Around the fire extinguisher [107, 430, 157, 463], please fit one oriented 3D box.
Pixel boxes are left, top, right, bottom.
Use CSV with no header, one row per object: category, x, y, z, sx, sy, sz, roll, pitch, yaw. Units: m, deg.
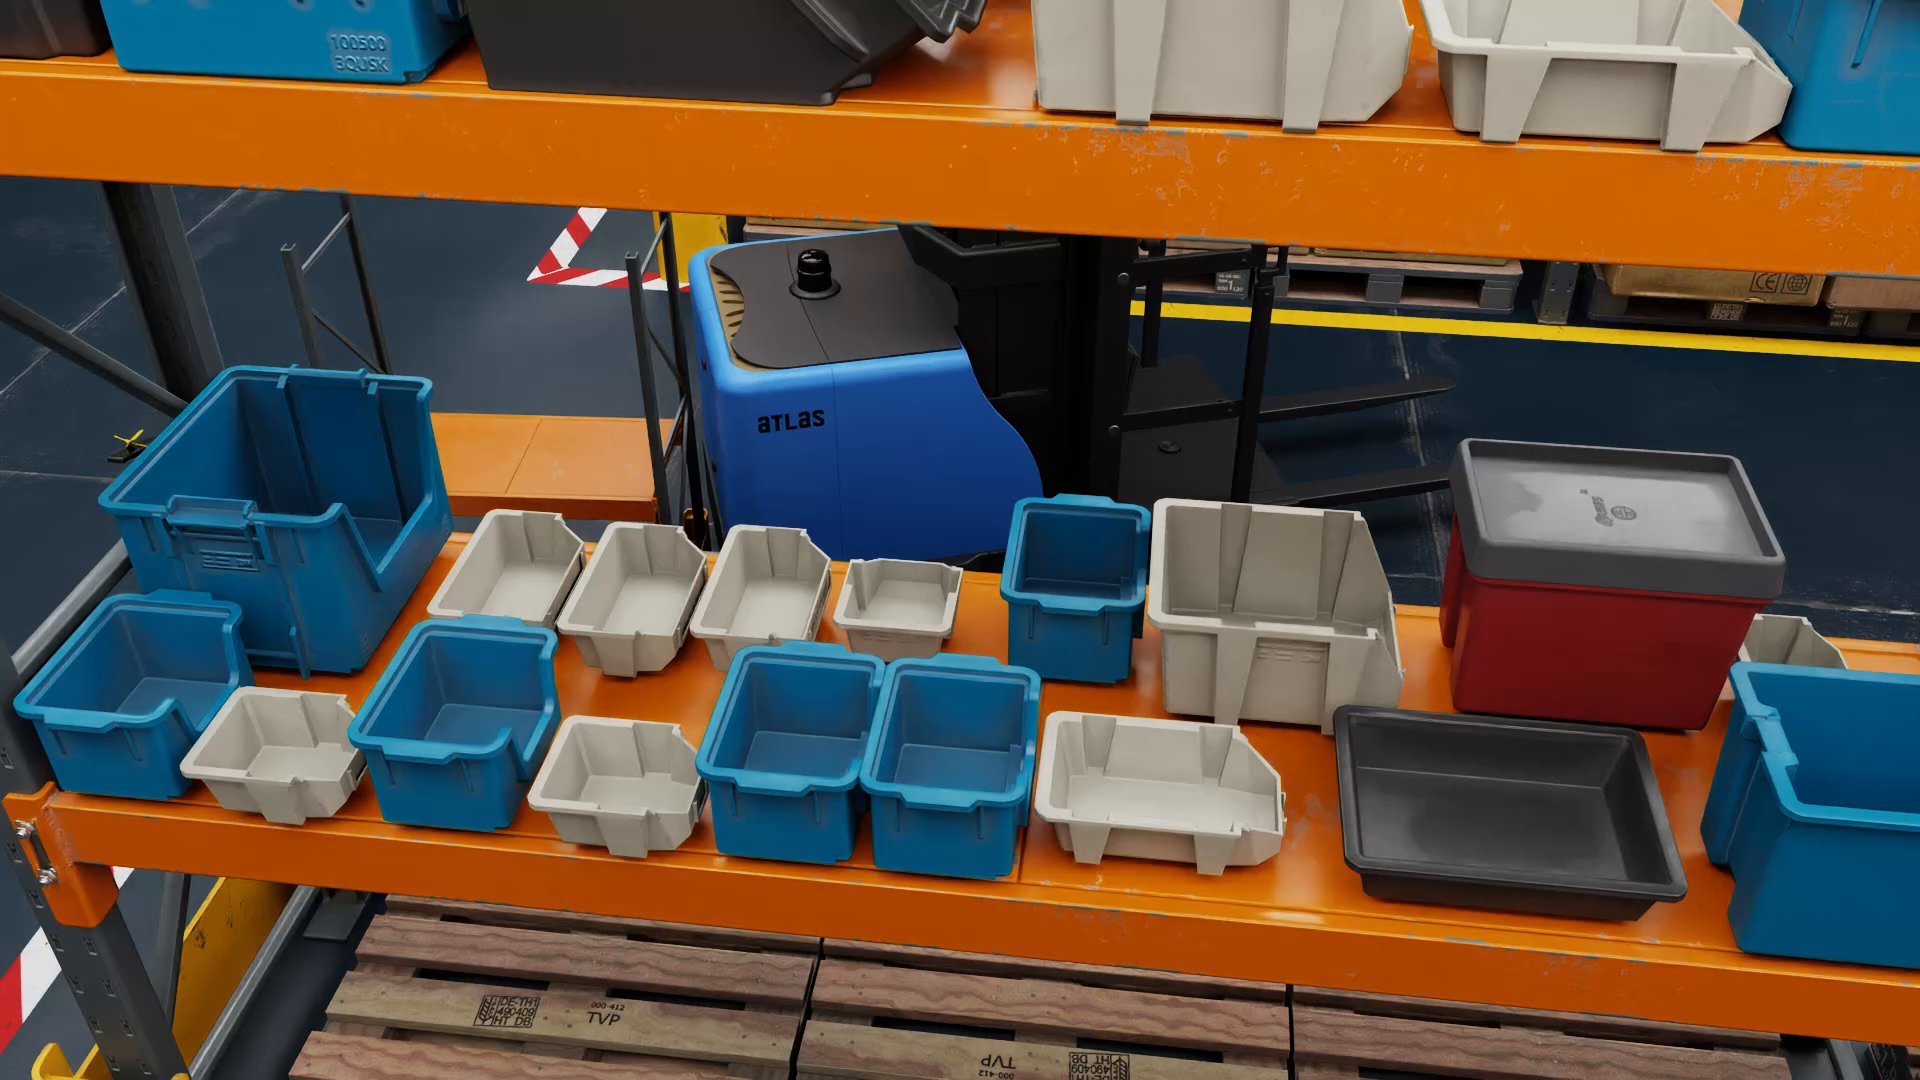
fire extinguisher,-1.911,-0.023,4.088,0.183,0.674,0.296,4,36,6

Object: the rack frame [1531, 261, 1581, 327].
rack frame,2.779,-2.492,7.159,0.127,3.000,1.000,4,36,6

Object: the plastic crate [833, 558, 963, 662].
plastic crate,-0.127,0.153,3.629,0.250,0.136,0.298,4,36,6

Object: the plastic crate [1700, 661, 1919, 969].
plastic crate,1.641,0.506,2.921,0.575,0.384,0.392,4,36,6

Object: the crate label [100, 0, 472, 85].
crate label,-0.946,-0.840,2.390,0.502,0.251,0.408,4,36,6

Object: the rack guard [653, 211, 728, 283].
rack guard,-1.212,-1.772,8.302,0.348,0.500,1.175,4,36,6

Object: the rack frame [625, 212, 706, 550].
rack frame,-0.942,-0.350,5.449,0.032,1.500,0.500,2,36,2

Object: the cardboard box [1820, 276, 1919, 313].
cardboard box,4.302,-1.696,7.512,0.875,0.875,1.225,3,36,4

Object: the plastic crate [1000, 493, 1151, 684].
plastic crate,0.250,0.114,3.600,0.300,0.233,0.416,4,36,6

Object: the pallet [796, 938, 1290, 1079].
pallet,0.200,1.376,4.140,1.213,0.211,1.003,4,36,6

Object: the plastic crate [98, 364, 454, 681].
plastic crate,-1.464,-0.055,3.663,0.499,0.435,0.616,4,36,6

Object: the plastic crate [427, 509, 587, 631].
plastic crate,-0.988,0.105,3.696,0.243,0.136,0.396,4,36,6

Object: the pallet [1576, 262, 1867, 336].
pallet,3.554,-1.343,7.950,1.213,0.211,1.003,4,36,6

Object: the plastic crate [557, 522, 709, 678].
plastic crate,-0.702,0.135,3.654,0.243,0.136,0.396,4,36,6

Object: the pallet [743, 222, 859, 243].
pallet,-0.386,-1.638,8.364,1.213,0.211,1.003,4,36,6

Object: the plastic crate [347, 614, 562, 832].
plastic crate,-0.964,0.367,3.247,0.300,0.233,0.416,4,36,6

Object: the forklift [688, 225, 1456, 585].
forklift,0.605,-1.277,5.516,3.031,2.935,1.130,-8,36,-11

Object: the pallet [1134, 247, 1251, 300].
pallet,0.821,-1.547,8.236,1.213,0.211,1.003,4,36,6

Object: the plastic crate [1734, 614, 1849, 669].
plastic crate,1.704,0.328,3.383,0.243,0.136,0.396,4,36,6

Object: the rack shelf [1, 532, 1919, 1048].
rack shelf,0.164,0.507,3.577,4.000,0.370,1.077,4,36,6

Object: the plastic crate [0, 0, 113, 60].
plastic crate,-1.473,-0.912,2.477,0.590,0.269,0.497,4,36,6

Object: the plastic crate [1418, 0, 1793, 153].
plastic crate,0.838,-0.626,2.190,0.466,0.136,0.293,4,36,6

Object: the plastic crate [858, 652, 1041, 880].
plastic crate,-0.013,0.438,3.147,0.300,0.233,0.416,4,36,6

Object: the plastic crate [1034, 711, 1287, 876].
plastic crate,0.382,0.490,3.157,0.466,0.136,0.293,4,36,6

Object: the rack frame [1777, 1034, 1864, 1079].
rack frame,2.148,0.362,3.160,0.127,3.000,1.000,4,36,6

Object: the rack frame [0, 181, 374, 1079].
rack frame,-1.820,0.066,3.575,0.127,3.000,1.000,4,36,6

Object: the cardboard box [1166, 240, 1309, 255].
cardboard box,1.242,-1.959,7.881,0.875,0.875,0.875,4,36,6

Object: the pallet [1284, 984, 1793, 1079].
pallet,1.414,1.465,4.015,1.213,0.211,1.003,4,36,6

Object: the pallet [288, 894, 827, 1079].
pallet,-1.006,1.285,4.268,1.213,0.211,1.003,4,36,6

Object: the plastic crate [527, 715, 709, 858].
plastic crate,-0.636,0.479,3.172,0.298,0.136,0.250,4,36,6

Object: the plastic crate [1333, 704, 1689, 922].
plastic crate,1.003,0.522,3.122,0.590,0.125,0.437,4,36,6

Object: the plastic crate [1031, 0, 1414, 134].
plastic crate,0.339,-0.765,2.259,0.530,0.282,0.437,4,36,6

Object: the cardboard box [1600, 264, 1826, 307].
cardboard box,3.416,-1.762,7.604,0.875,0.875,1.225,4,36,6

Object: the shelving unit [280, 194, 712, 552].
shelving unit,-1.458,-0.365,5.471,1.083,1.500,0.587,2,36,2

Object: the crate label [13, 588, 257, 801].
crate label,-1.617,0.318,3.315,0.303,0.233,0.416,4,36,6

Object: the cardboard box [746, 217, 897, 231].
cardboard box,-0.544,-2.092,8.067,0.875,0.875,0.875,4,36,6

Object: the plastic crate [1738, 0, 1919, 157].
plastic crate,1.204,-0.674,2.174,0.300,0.233,0.416,4,36,6

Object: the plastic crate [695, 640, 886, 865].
plastic crate,-0.311,0.415,3.178,0.300,0.233,0.416,4,36,6

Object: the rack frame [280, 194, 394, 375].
rack frame,-1.957,-0.380,5.492,0.032,1.500,0.500,2,36,2

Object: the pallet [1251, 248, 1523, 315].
pallet,2.034,-1.458,8.111,1.213,0.211,1.003,4,36,6

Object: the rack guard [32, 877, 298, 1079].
rack guard,-1.845,1.089,4.293,0.348,0.500,1.175,4,36,6

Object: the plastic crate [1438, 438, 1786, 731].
plastic crate,1.294,0.101,3.419,0.583,0.464,0.402,4,36,6

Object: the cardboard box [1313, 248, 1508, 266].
cardboard box,2.134,-1.893,7.787,0.875,0.875,0.875,4,36,6

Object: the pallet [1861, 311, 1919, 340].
pallet,4.767,-1.254,7.825,1.213,0.211,1.003,4,36,6

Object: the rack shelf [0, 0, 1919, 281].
rack shelf,0.164,-0.714,2.705,4.000,0.370,1.077,4,36,6

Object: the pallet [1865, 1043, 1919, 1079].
pallet,2.908,1.578,3.857,1.213,0.211,1.003,4,36,6

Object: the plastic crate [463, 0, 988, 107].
plastic crate,-0.339,-0.858,2.341,0.767,0.338,0.504,4,36,6

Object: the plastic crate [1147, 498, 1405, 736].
plastic crate,0.657,0.167,3.484,0.530,0.282,0.437,4,36,6

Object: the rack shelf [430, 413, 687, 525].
rack shelf,-1.449,-0.219,5.575,1.000,0.185,0.538,2,36,2

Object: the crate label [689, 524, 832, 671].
crate label,-0.423,0.142,3.645,0.243,0.136,0.396,4,36,6

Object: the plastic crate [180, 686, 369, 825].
plastic crate,-1.309,0.429,3.243,0.298,0.136,0.250,4,36,6

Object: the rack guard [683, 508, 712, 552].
rack guard,-0.961,0.158,5.813,0.087,0.250,0.587,2,36,2
